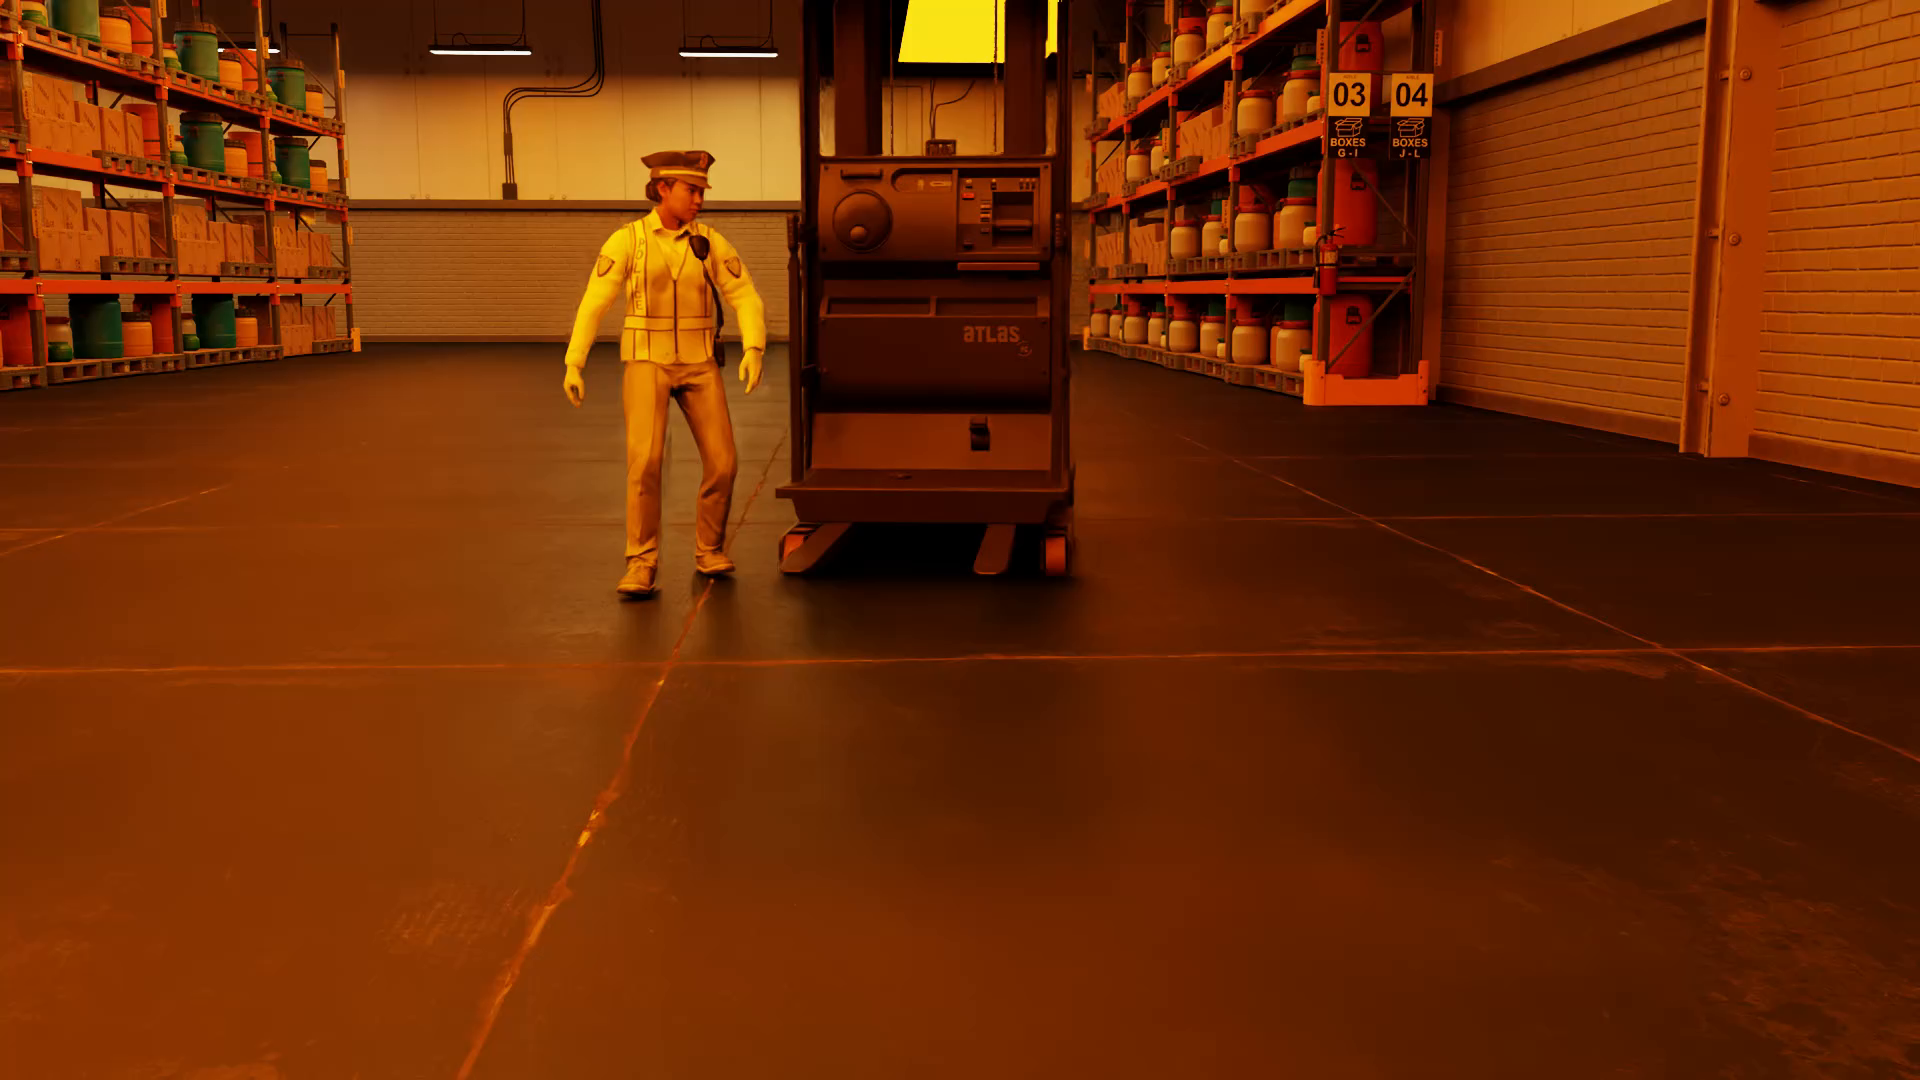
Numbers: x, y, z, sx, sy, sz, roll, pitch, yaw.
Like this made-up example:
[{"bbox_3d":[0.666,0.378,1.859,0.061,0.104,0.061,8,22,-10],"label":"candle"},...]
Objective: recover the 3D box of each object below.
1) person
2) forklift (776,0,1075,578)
[{"bbox_3d":[-1.053,-0.619,6.055,0.722,1.586,0.615,-3,9,-21],"label":"person"},{"bbox_3d":[-0.112,-1.351,6.431,1.130,2.935,3.031,1,8,4],"label":"forklift"}]
